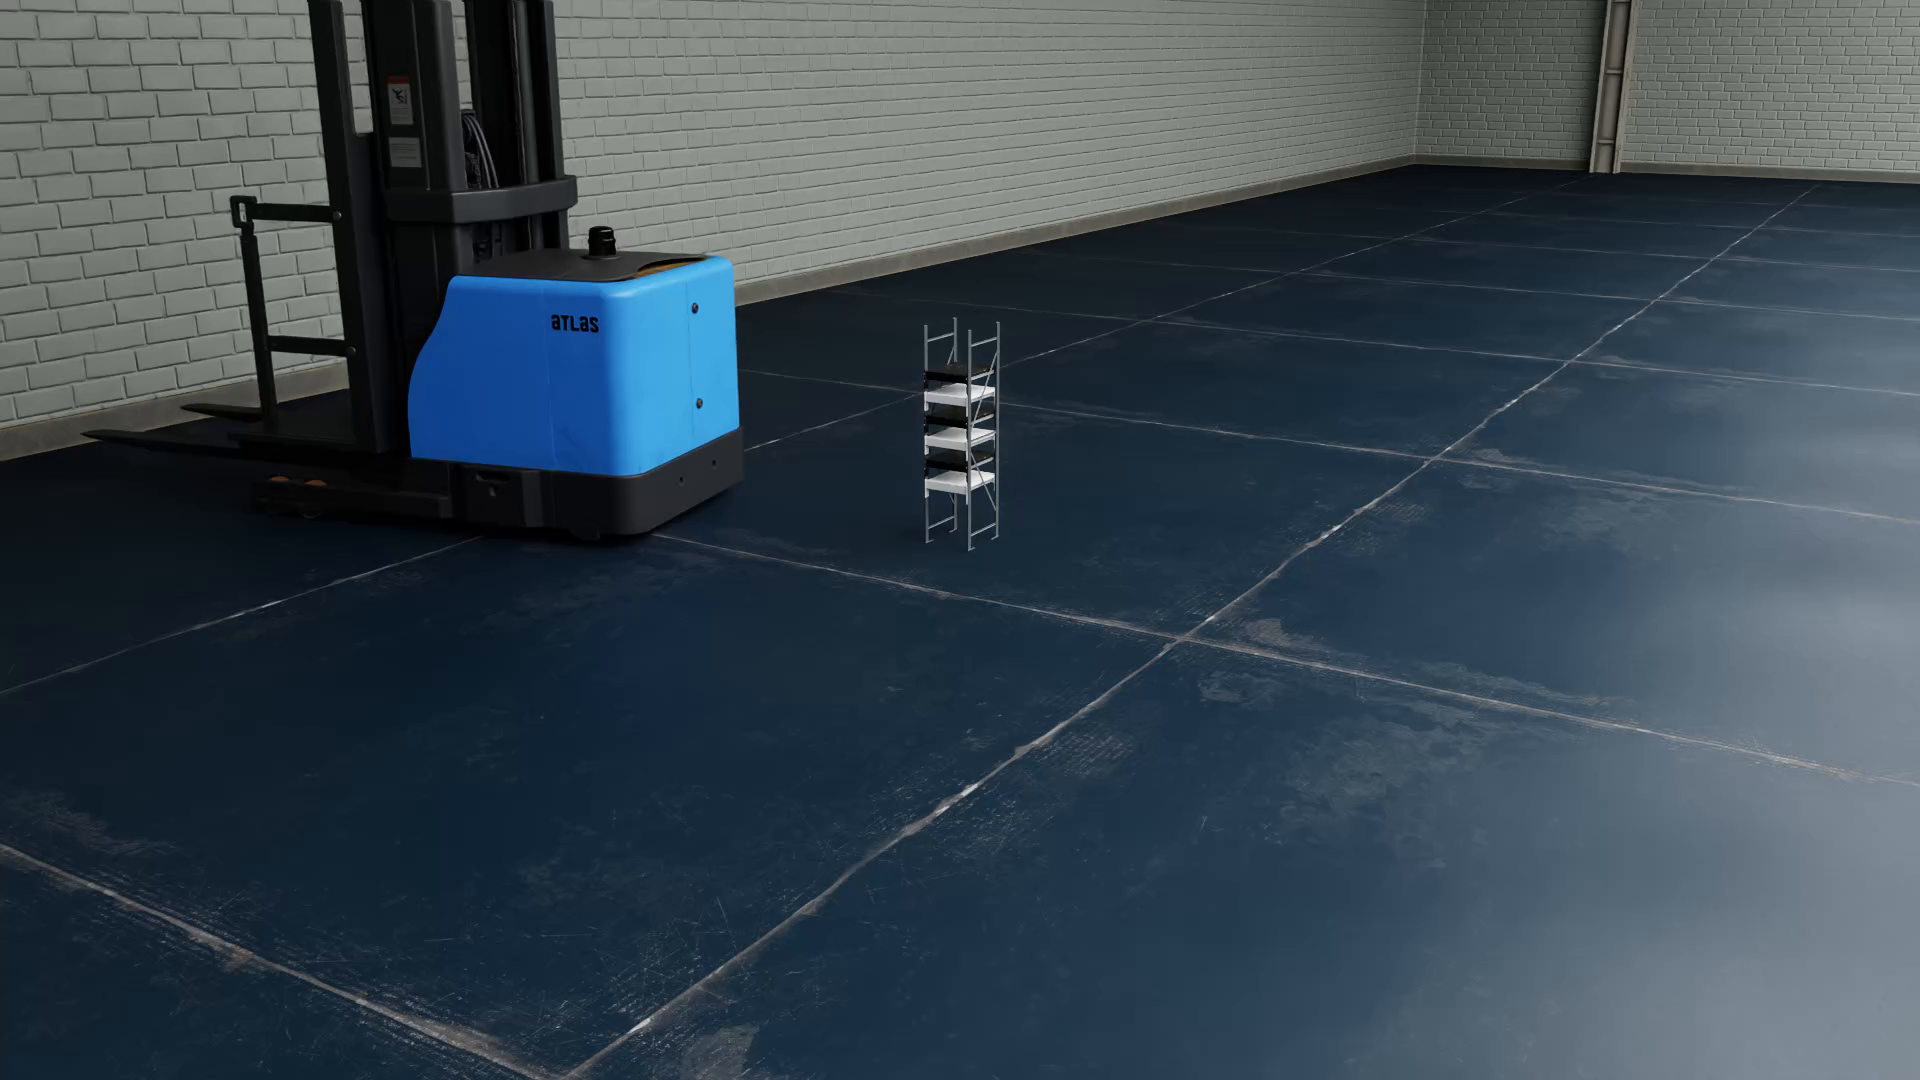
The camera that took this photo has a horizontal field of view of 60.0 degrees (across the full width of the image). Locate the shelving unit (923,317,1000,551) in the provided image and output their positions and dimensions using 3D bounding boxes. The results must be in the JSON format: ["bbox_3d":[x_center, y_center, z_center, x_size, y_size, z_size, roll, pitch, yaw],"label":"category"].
[{"bbox_3d":[0.007,-0.429,6.746,0.210,0.900,0.258,10,20,30],"label":"shelving unit"}]

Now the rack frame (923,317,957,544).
[{"bbox_3d":[-0.080,-0.445,6.797,0.006,0.900,0.240,10,20,30],"label":"rack frame"}]

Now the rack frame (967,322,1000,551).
[{"bbox_3d":[0.094,-0.414,6.695,0.006,0.900,0.240,10,20,30],"label":"rack frame"}]

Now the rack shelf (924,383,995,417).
[{"bbox_3d":[0.007,-0.570,6.704,0.200,0.077,0.258,10,20,30],"label":"rack shelf"}]

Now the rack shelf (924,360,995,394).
[{"bbox_3d":[0.007,-0.656,6.678,0.200,0.077,0.258,10,20,30],"label":"rack shelf"}]

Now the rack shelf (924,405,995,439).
[{"bbox_3d":[0.007,-0.484,6.730,0.200,0.077,0.258,10,20,30],"label":"rack shelf"}]

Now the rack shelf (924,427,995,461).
[{"bbox_3d":[0.007,-0.397,6.756,0.200,0.077,0.258,10,20,30],"label":"rack shelf"}]

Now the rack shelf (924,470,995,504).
[{"bbox_3d":[0.007,-0.225,6.808,0.200,0.077,0.258,10,20,30],"label":"rack shelf"}]

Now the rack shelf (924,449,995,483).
[{"bbox_3d":[0.007,-0.311,6.782,0.200,0.077,0.258,10,20,30],"label":"rack shelf"}]

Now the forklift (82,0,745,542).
[{"bbox_3d":[-2.553,-1.632,7.212,3.031,2.935,1.130,6,18,18],"label":"forklift"}]

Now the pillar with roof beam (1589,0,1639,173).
[{"bbox_3d":[7.568,-8.847,20.524,0.400,9.000,9.100,10,20,30],"label":"pillar with roof beam"}]
